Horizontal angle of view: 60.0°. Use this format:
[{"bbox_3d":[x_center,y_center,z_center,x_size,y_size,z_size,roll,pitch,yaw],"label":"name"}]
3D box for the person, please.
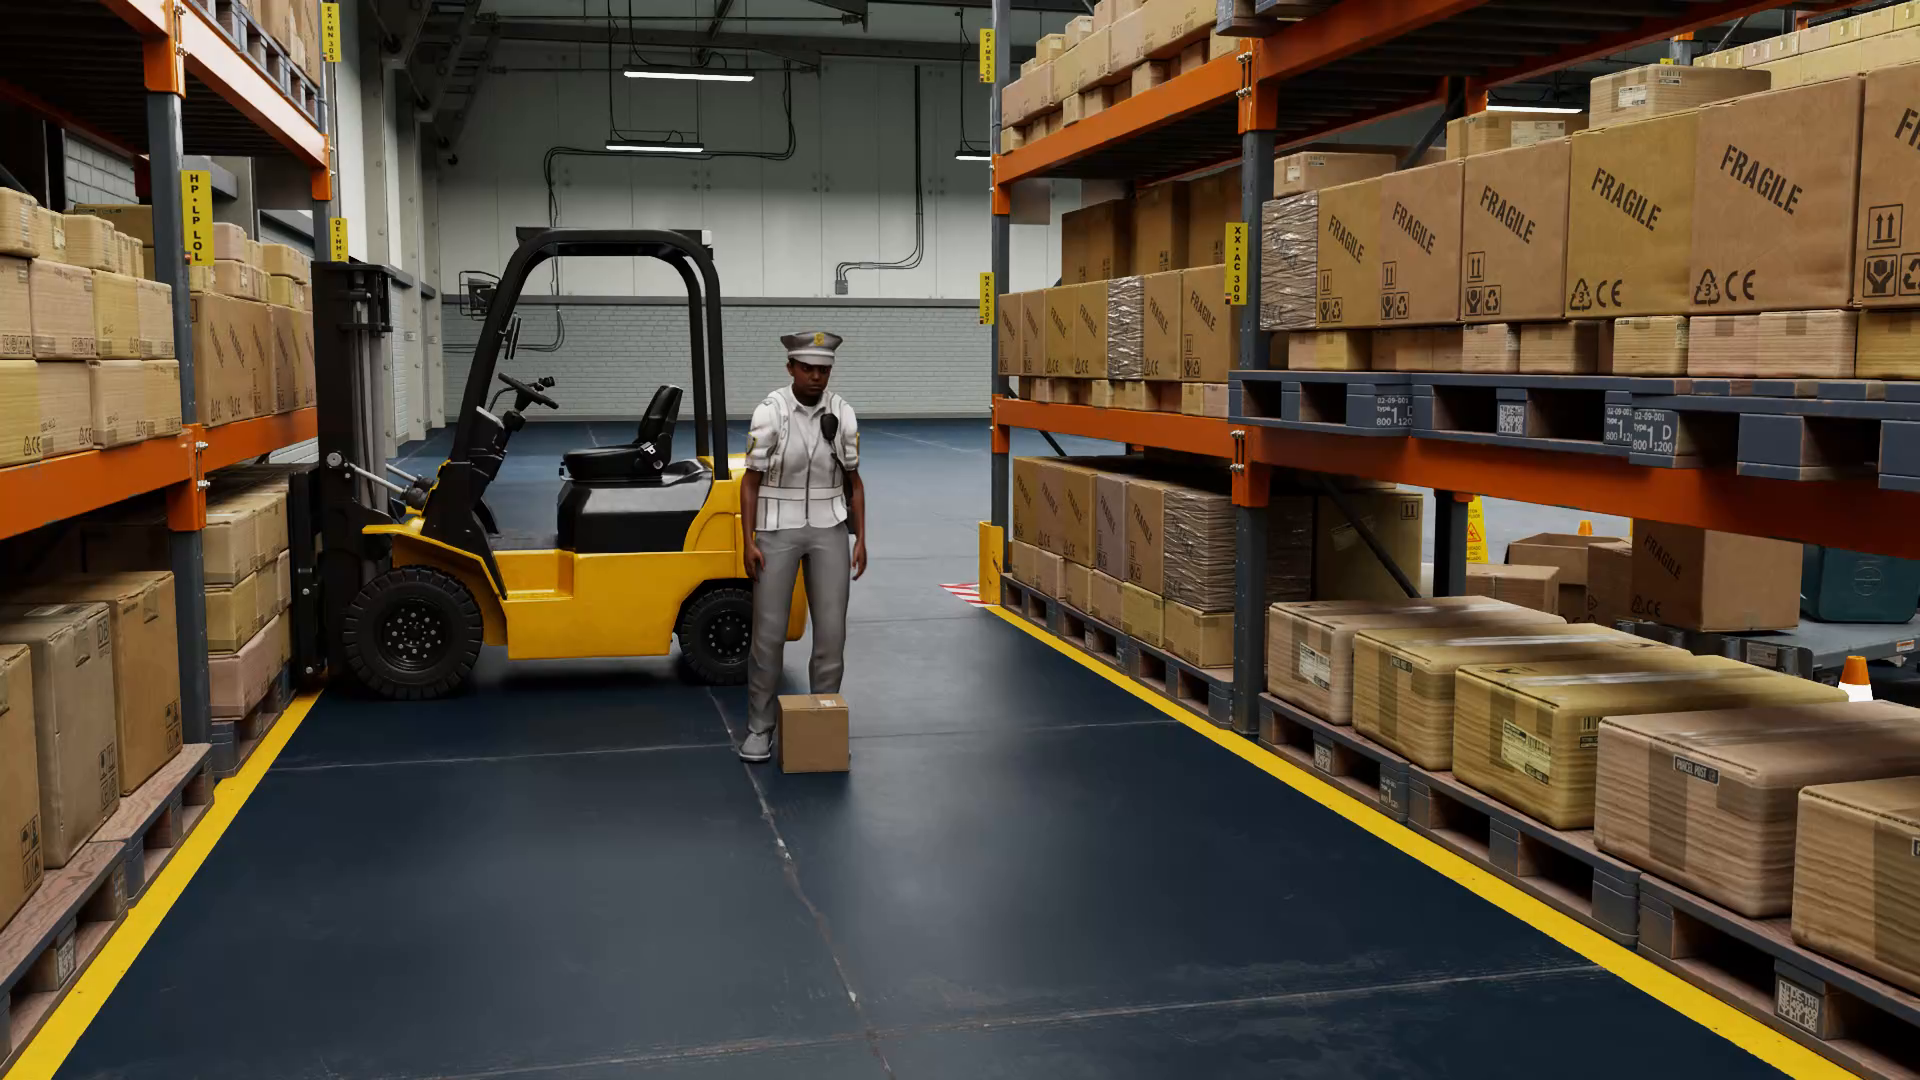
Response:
[{"bbox_3d":[-0.621,0.015,6.522,0.532,1.664,0.421,-2,7,-17],"label":"person"}]
